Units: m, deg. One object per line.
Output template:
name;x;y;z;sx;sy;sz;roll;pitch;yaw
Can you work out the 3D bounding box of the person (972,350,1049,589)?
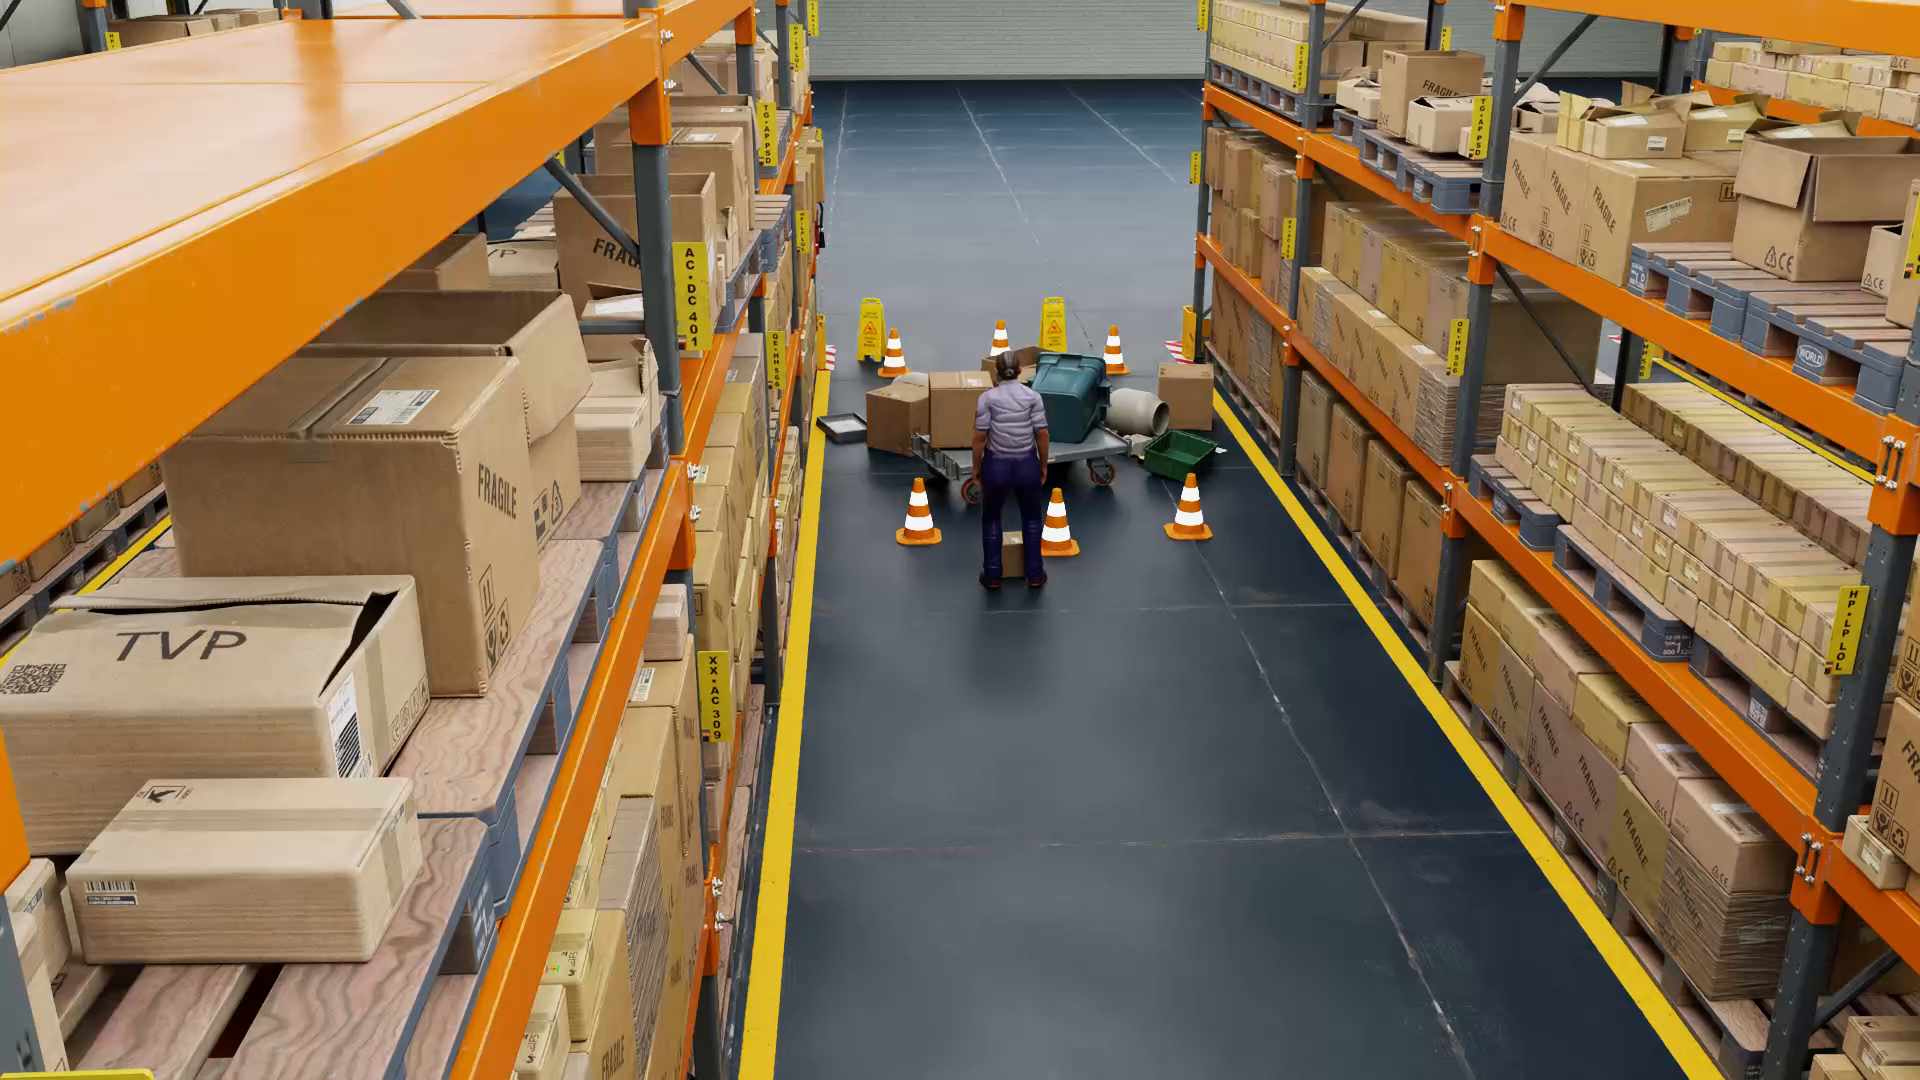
person;0.350;-0.469;11.341;0.541;1.652;0.368;-1;21;-3
